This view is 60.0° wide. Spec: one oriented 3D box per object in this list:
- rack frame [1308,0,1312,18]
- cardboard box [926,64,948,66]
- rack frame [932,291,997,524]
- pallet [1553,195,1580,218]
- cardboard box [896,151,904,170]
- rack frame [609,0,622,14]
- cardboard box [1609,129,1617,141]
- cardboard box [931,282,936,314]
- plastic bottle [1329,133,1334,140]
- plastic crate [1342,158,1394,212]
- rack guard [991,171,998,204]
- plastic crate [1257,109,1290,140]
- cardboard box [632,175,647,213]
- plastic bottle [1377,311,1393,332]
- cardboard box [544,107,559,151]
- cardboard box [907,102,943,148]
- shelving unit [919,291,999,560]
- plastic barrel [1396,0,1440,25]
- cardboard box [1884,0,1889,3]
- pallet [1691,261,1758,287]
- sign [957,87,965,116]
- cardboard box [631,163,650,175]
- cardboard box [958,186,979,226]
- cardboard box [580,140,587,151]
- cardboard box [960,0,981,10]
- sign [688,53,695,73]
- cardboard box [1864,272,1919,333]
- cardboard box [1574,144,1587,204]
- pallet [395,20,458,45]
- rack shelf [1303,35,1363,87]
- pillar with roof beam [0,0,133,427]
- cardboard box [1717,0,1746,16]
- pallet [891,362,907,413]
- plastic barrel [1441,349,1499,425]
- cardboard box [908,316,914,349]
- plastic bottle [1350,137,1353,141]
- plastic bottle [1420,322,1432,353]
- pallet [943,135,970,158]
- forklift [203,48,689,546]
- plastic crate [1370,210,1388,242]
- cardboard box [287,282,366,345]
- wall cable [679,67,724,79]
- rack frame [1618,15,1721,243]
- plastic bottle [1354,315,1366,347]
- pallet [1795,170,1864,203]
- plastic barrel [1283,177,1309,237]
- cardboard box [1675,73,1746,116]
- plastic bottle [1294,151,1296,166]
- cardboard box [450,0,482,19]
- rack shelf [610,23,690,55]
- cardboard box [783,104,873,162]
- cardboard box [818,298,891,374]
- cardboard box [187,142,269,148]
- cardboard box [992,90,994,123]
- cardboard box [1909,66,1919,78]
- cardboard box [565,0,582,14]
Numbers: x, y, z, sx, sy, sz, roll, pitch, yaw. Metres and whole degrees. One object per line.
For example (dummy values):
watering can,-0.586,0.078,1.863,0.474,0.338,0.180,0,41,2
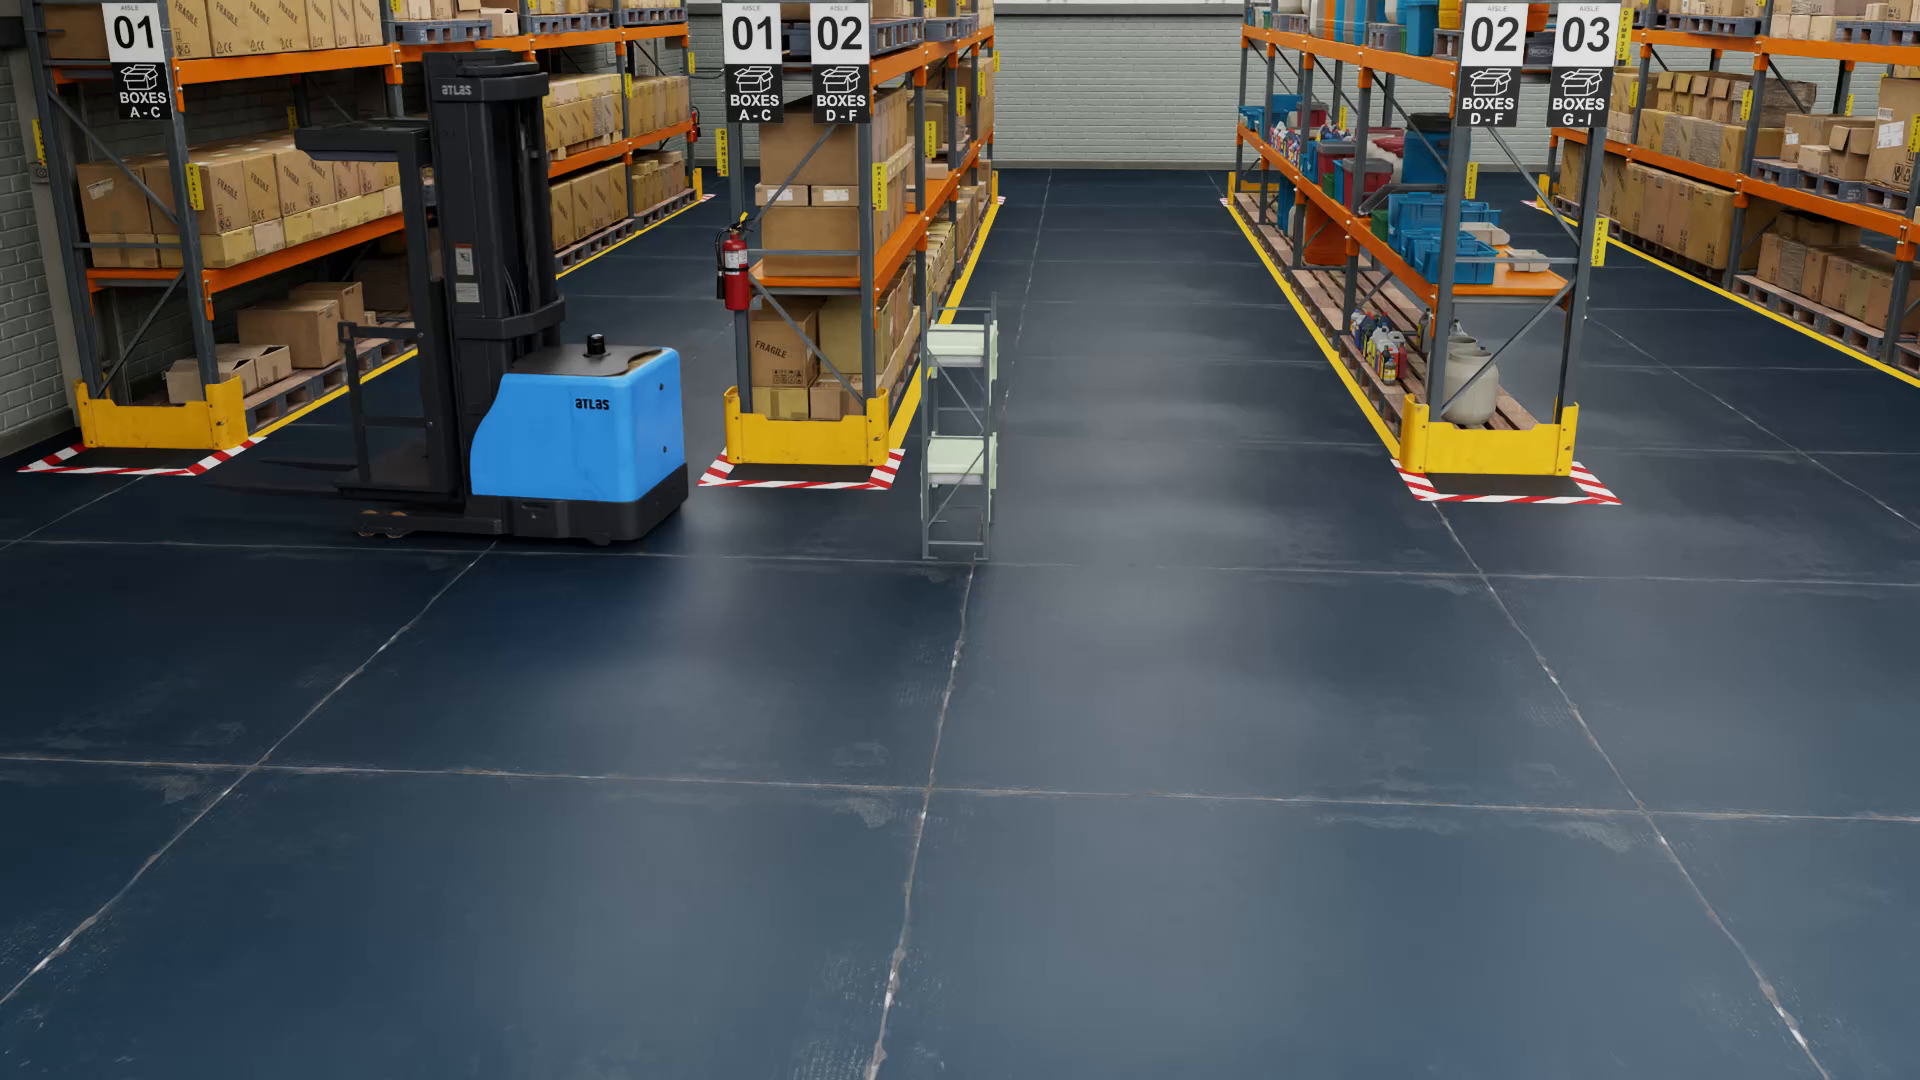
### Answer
rack frame,4.399,-7.258,18.121,1.000,3.000,0.127,1,18,4
cardboard box,-0.443,-6.606,23.999,0.500,0.500,0.500,1,18,3
rack frame,0.026,-0.824,10.530,0.400,1.500,0.023,1,18,4
pallet,9.933,-5.206,25.972,1.003,0.211,1.213,1,18,4
cardboard box,-0.688,-3.303,14.484,0.380,0.149,0.250,1,18,4
rack frame,-5.196,-8.721,22.587,1.000,3.000,0.127,1,18,4
cardboard box,9.358,-5.681,23.347,0.380,0.149,0.250,1,18,3
cardboard box,-0.514,-2.448,16.818,0.500,0.250,0.500,2,18,5
plastic bottle,4.765,-5.072,21.290,0.097,0.271,0.097,0,18,0
plastic crate,3.842,-3.352,15.734,0.402,0.464,0.583,1,18,4
rack guard,0.026,-5.792,27.296,1.175,0.500,0.348,1,18,4
plastic crate,4.379,-5.823,23.306,0.392,0.384,0.575,1,18,4
cardboard box,-5.040,-5.112,24.547,0.700,0.500,0.500,2,18,5
plastic bottle,3.784,-1.870,14.861,0.144,0.351,0.185,1,18,4
cardboard box,-5.193,-4.972,20.108,0.500,0.500,0.500,2,18,6
cardboard box,-0.609,-4.964,19.920,0.700,0.500,0.500,-5,19,-15
shelving unit,0.000,-0.711,10.183,0.431,1.500,0.755,1,18,4
plastic barrel,3.934,-4.721,13.717,0.600,0.901,0.708,1,18,4
cardboard box,9.478,-5.540,16.733,0.500,0.500,0.500,2,18,5
pallet,9.471,-3.215,19.894,1.003,0.211,1.213,1,18,4
sign,0.012,-5.058,19.181,0.100,0.325,0.005,1,18,4
cardboard box,-4.834,-5.523,24.758,0.380,0.149,0.250,2,18,6
cardboard box,-0.004,-4.623,23.021,0.500,0.500,0.500,1,18,4
cardboard box,-5.103,-5.173,21.766,0.380,0.149,0.250,2,18,6
cardboard box,0.028,-7.498,23.110,0.500,0.250,0.500,1,18,4
sign,-4.369,-7.759,27.046,0.100,0.325,0.005,1,18,4
cardboard box,9.118,-2.266,15.828,0.700,0.500,0.500,0,18,0
cardboard box,9.881,-5.488,25.091,0.875,0.875,0.875,1,18,4
pallet,-5.619,-4.911,16.079,1.213,0.211,1.003,1,18,4
rack shelf,4.255,-4.869,16.805,1.077,0.370,4.000,1,18,4
pillar with roof beam,-2.575,-5.135,11.643,9.100,9.000,0.400,1,18,4
cardboard box,9.285,-6.430,19.577,0.500,0.500,0.500,2,18,7
pallet,-1.012,-1.325,14.129,1.003,0.211,1.213,1,18,4
plastic barrel,3.796,-1.146,12.424,0.421,0.512,0.421,0,18,0
cardboard box,-0.689,-1.865,15.040,0.500,0.250,0.500,1,18,4
plastic bottle,4.871,-4.867,20.666,0.097,0.271,0.097,0,18,0
plastic bottle,4.190,-1.809,14.794,0.152,0.276,0.135,1,18,4
pallet,-0.407,-5.032,21.270,1.003,0.211,1.213,1,18,4
forklift,-3.371,-1.560,10.477,3.031,2.935,1.130,3,18,10
plastic crate,3.733,-2.649,14.030,0.450,0.188,0.662,1,18,4
cardboard box,-5.804,-2.084,15.273,0.500,0.500,0.500,0,18,0
wall cable,-4.147,-10.237,32.199,3.097,2.526,0.112,1,18,4
rack frame,9.626,-5.539,22.509,1.000,3.000,0.127,1,18,4
plastic bottle,3.656,-1.889,15.039,0.152,0.276,0.135,2,18,6
pallet,9.238,-3.590,16.869,1.003,0.211,1.213,1,18,4
plastic barrel,4.579,-4.463,21.922,0.600,0.901,0.708,1,18,4
cardboard box,9.527,-5.652,21.082,0.797,0.503,0.637,1,18,5
plastic bottle,4.052,-4.585,19.918,0.097,0.201,0.097,0,18,0
cardboard box,-5.668,-5.712,18.022,0.797,0.503,0.637,4,19,12
rack shelf,-5.053,-7.575,25.062,1.077,0.370,4.000,1,18,4
cardboard box,-1.033,-3.023,12.587,0.700,0.500,0.500,1,18,2
cardboard box,-0.821,-1.600,13.027,0.500,0.500,0.500,1,18,4
cardboard box,-6.120,-3.062,13.956,0.500,0.500,0.500,2,18,5
cardboard box,0.271,-6.906,26.520,0.500,0.500,0.500,2,18,6
cardboard box,14.526,-7.013,24.763,0.500,0.500,0.500,2,18,6
cardboard box,-5.344,-7.107,21.612,0.700,0.500,0.500,1,18,3
